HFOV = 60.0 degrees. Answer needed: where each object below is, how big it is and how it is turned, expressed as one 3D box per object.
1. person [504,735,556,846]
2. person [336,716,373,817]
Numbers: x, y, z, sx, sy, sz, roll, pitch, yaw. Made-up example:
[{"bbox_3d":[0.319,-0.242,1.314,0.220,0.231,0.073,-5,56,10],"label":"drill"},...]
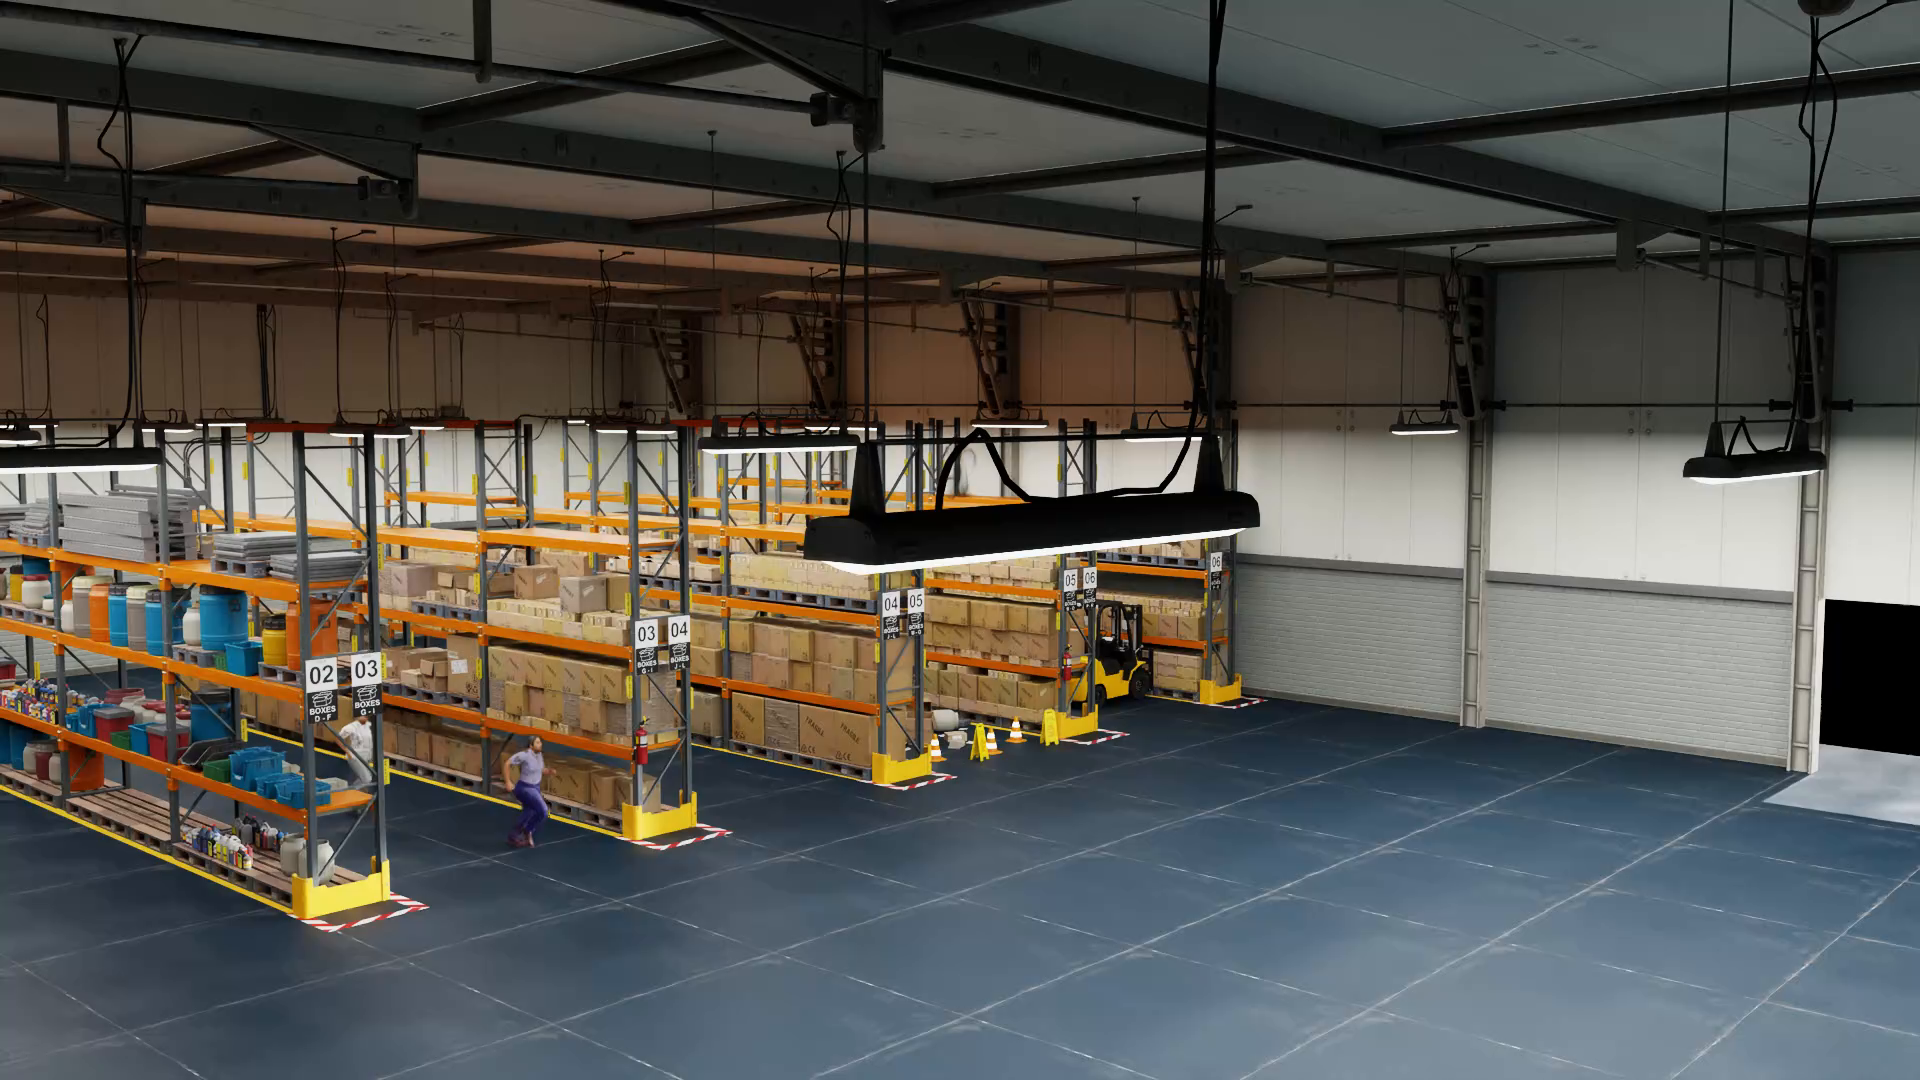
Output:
[{"bbox_3d":[-6.126,3.581,23.674,0.759,1.587,0.637,1,5,15],"label":"person"},{"bbox_3d":[-9.245,3.419,25.693,0.721,1.711,0.581,2,5,21],"label":"person"}]
